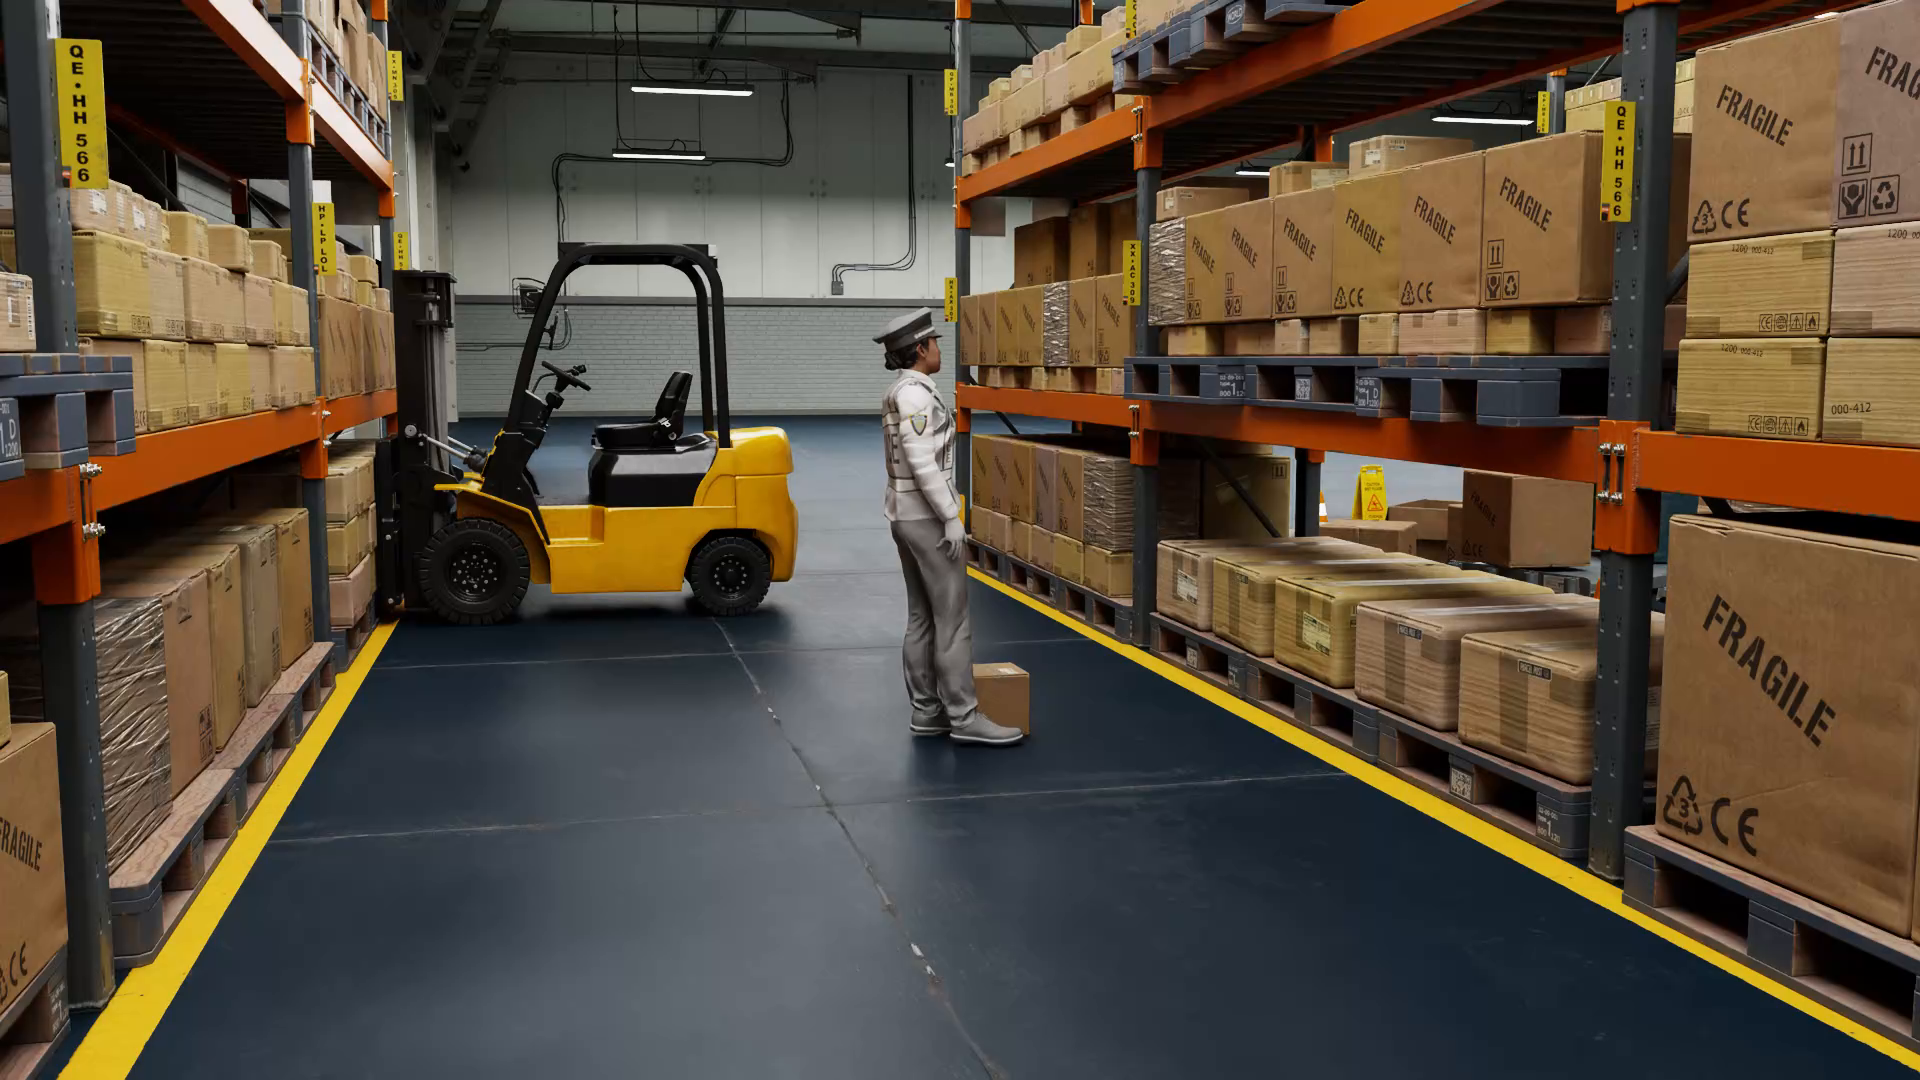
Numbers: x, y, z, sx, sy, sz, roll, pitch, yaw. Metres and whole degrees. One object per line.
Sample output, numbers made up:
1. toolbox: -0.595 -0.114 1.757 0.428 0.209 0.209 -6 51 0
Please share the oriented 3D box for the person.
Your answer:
1. person: -0.068 -0.070 6.586 0.530 1.695 0.588 -2 6 -14
